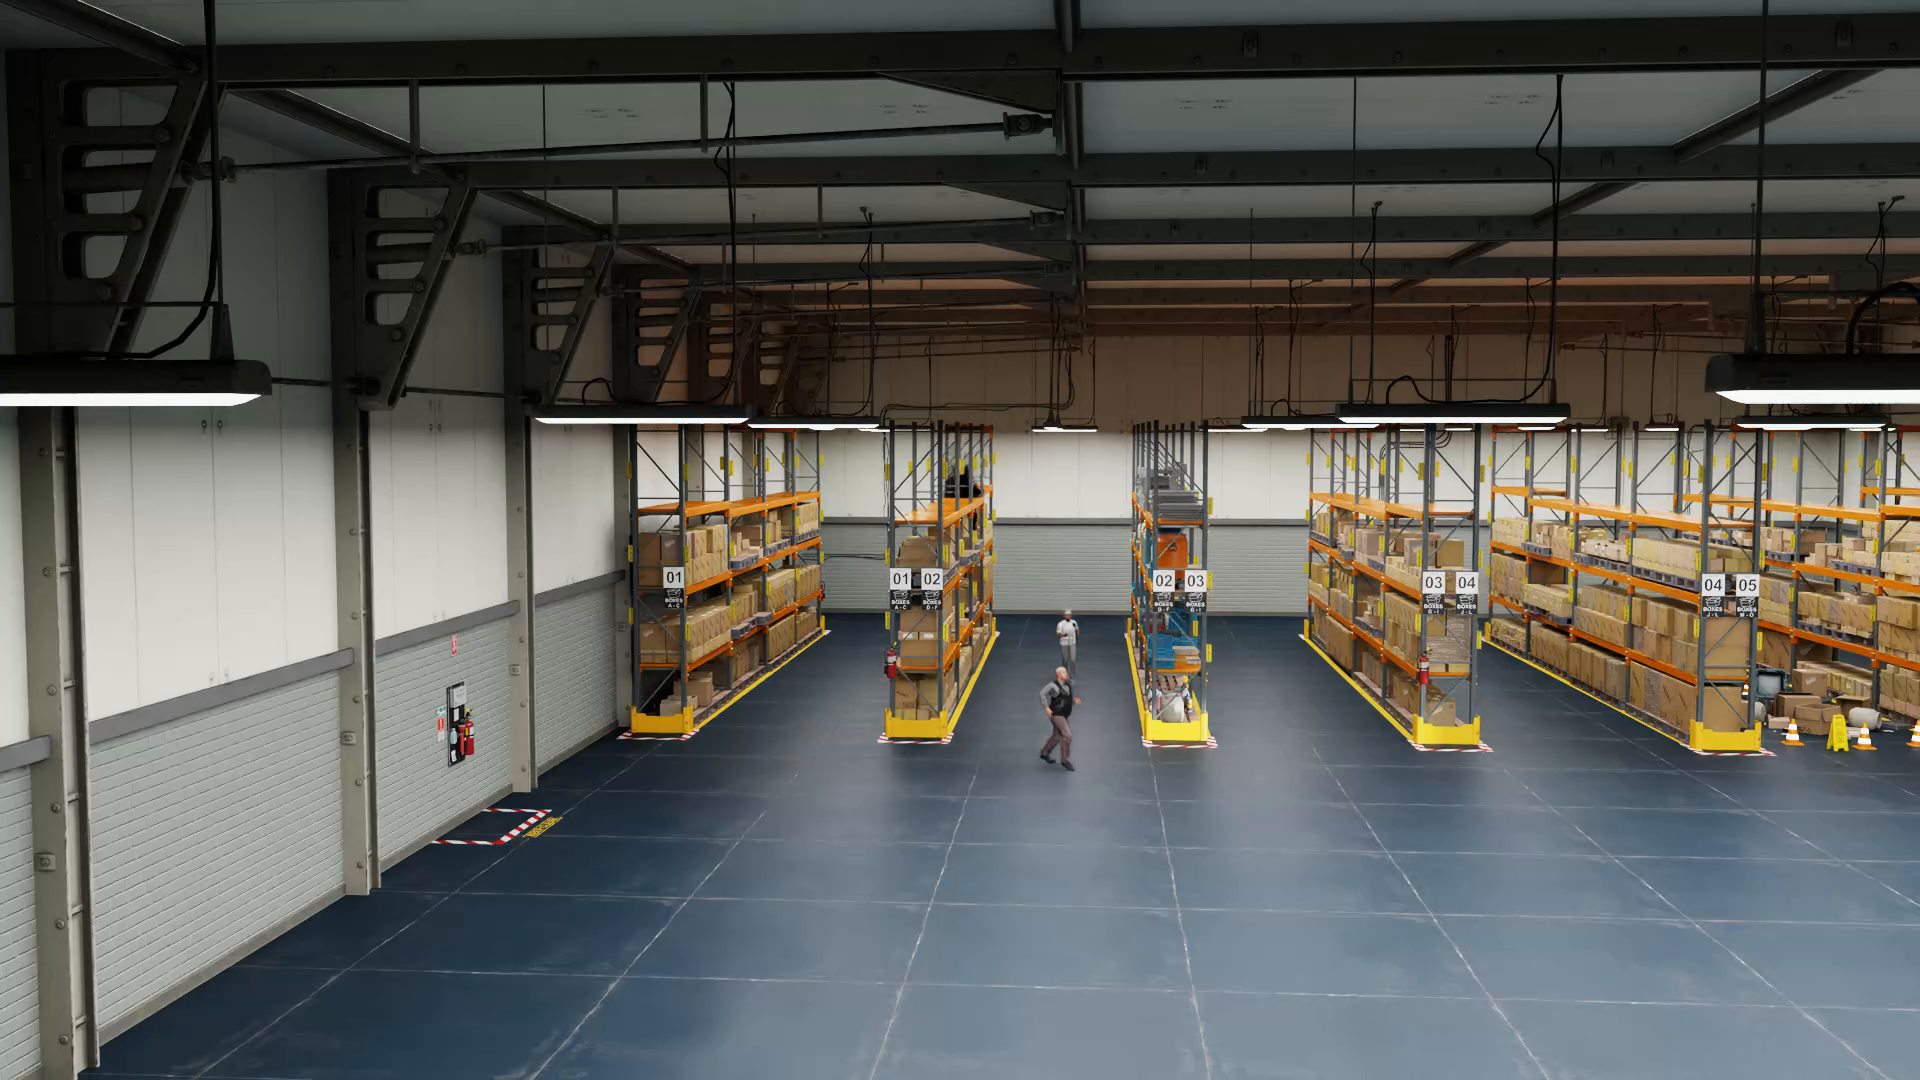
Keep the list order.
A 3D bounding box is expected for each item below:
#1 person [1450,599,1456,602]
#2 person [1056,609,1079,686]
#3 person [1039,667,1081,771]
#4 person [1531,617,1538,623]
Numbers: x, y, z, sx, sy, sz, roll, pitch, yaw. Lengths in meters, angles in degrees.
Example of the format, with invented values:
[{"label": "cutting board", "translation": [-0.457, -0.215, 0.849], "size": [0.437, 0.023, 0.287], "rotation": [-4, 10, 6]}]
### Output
[{"label": "person", "translation": [13.362, 1.982, 45.717], "size": [0.727, 1.714, 0.626], "rotation": [1, 4, 13]}, {"label": "person", "translation": [2.485, 2.445, 38.279], "size": [0.564, 1.755, 0.794], "rotation": [0, 4, -2]}, {"label": "person", "translation": [1.707, 3.057, 28.591], "size": [0.794, 1.772, 0.643], "rotation": [2, 4, 31]}, {"label": "person", "translation": [16.255, 1.967, 47.127], "size": [0.529, 1.531, 0.589], "rotation": [-3, 4, -35]}]
